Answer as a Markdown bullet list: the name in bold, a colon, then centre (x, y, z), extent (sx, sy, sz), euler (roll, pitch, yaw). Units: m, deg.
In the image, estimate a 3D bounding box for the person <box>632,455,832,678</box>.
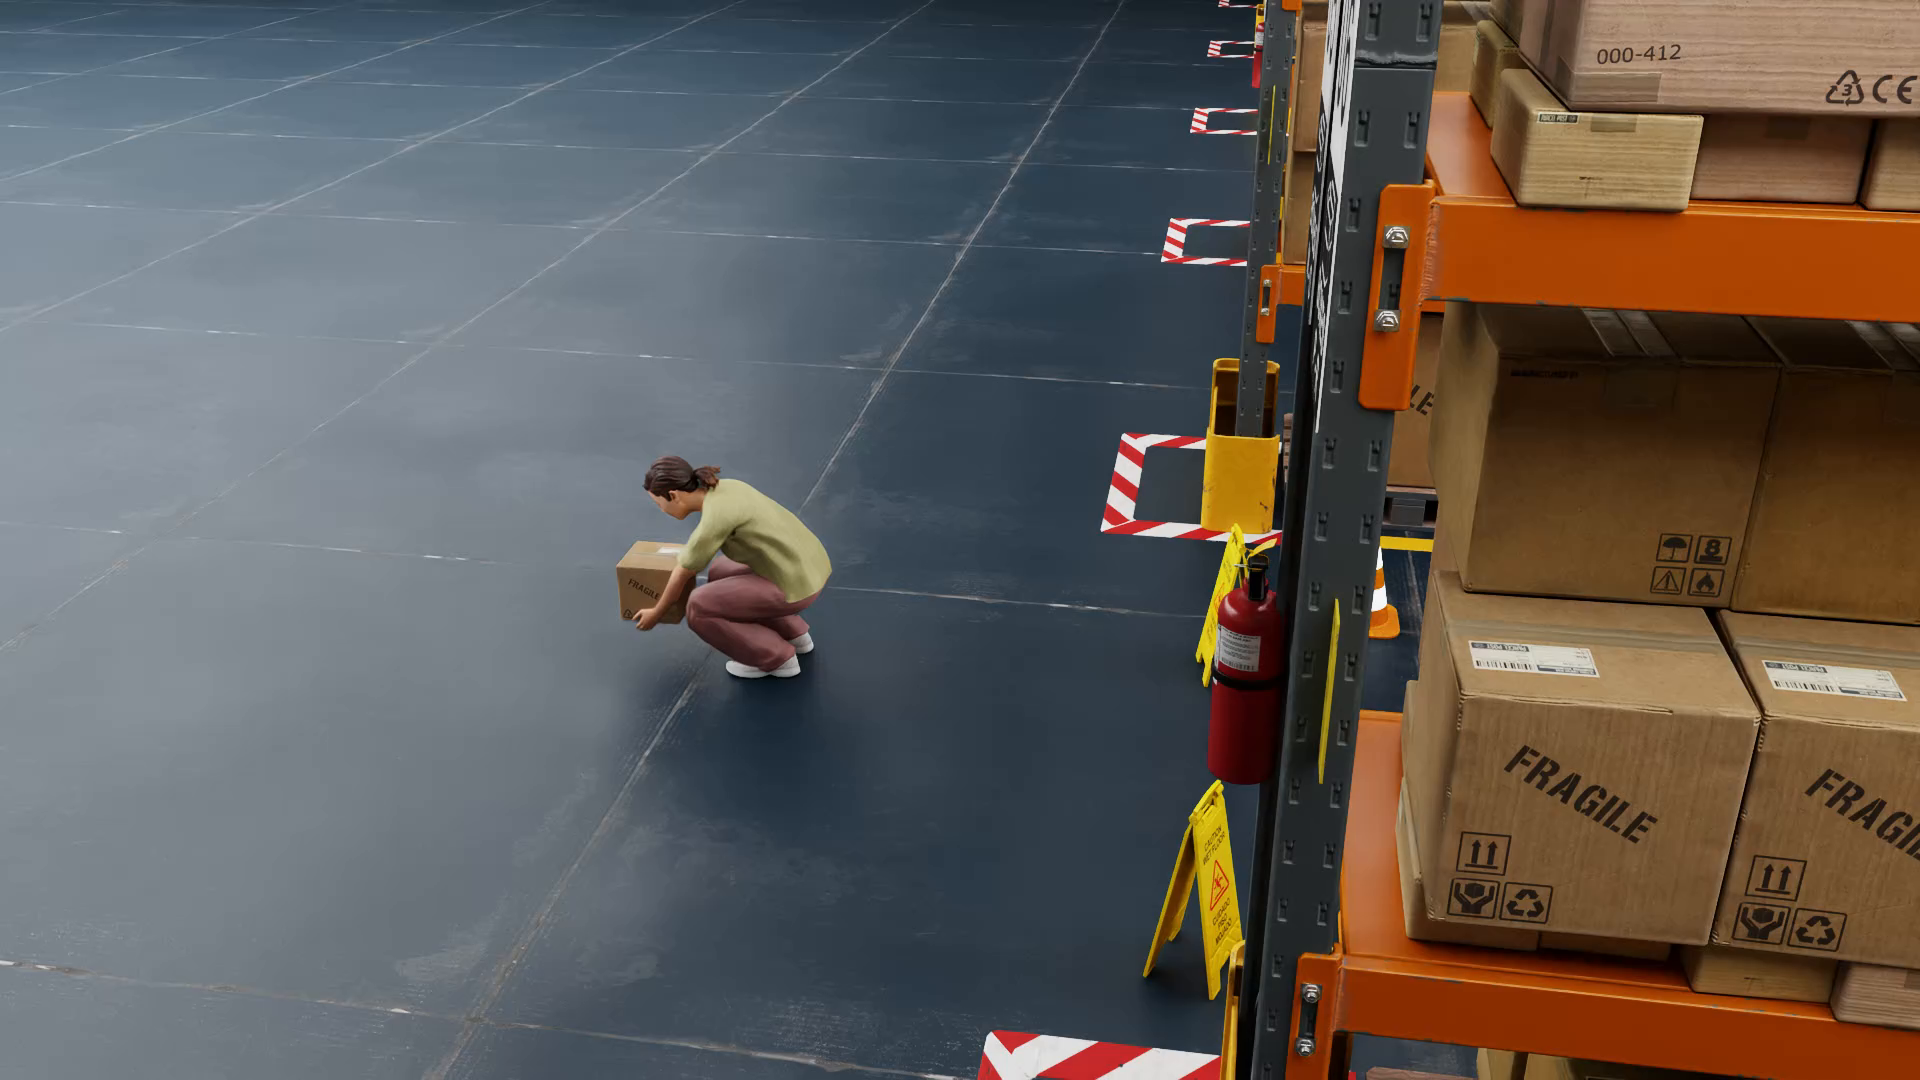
- **person**: centre (-0.937, 0.083, 6.822), extent (0.806, 0.928, 0.482), euler (4, 25, 9)
